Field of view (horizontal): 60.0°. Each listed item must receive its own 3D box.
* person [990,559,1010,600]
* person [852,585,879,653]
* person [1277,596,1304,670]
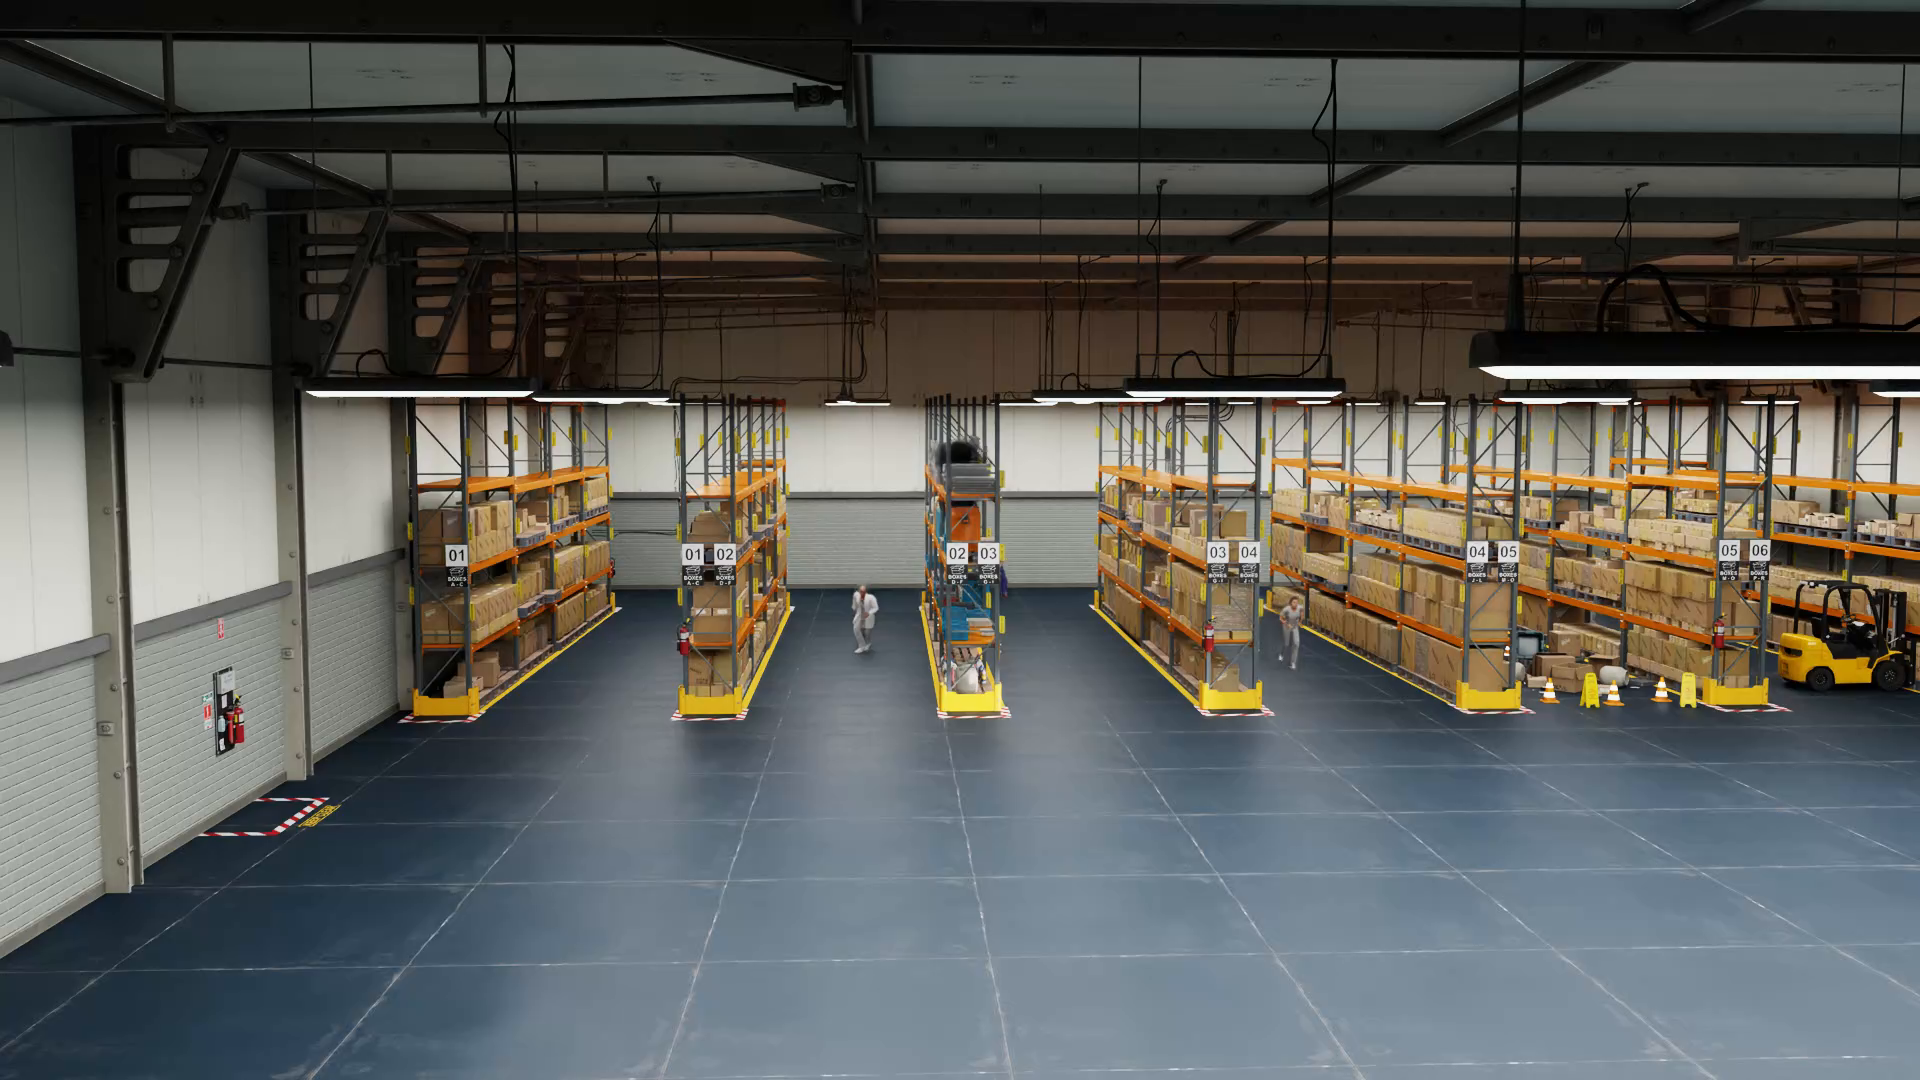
[{"bbox_3d":[1.099,0.945,49.993,0.852,1.695,0.599,2,5,22],"label":"person"},{"bbox_3d":[-2.202,1.813,39.015,0.725,1.593,1.147,1,5,12],"label":"person"},{"bbox_3d":[7.320,2.020,36.993,0.603,1.625,1.009,-1,5,-14],"label":"person"}]
